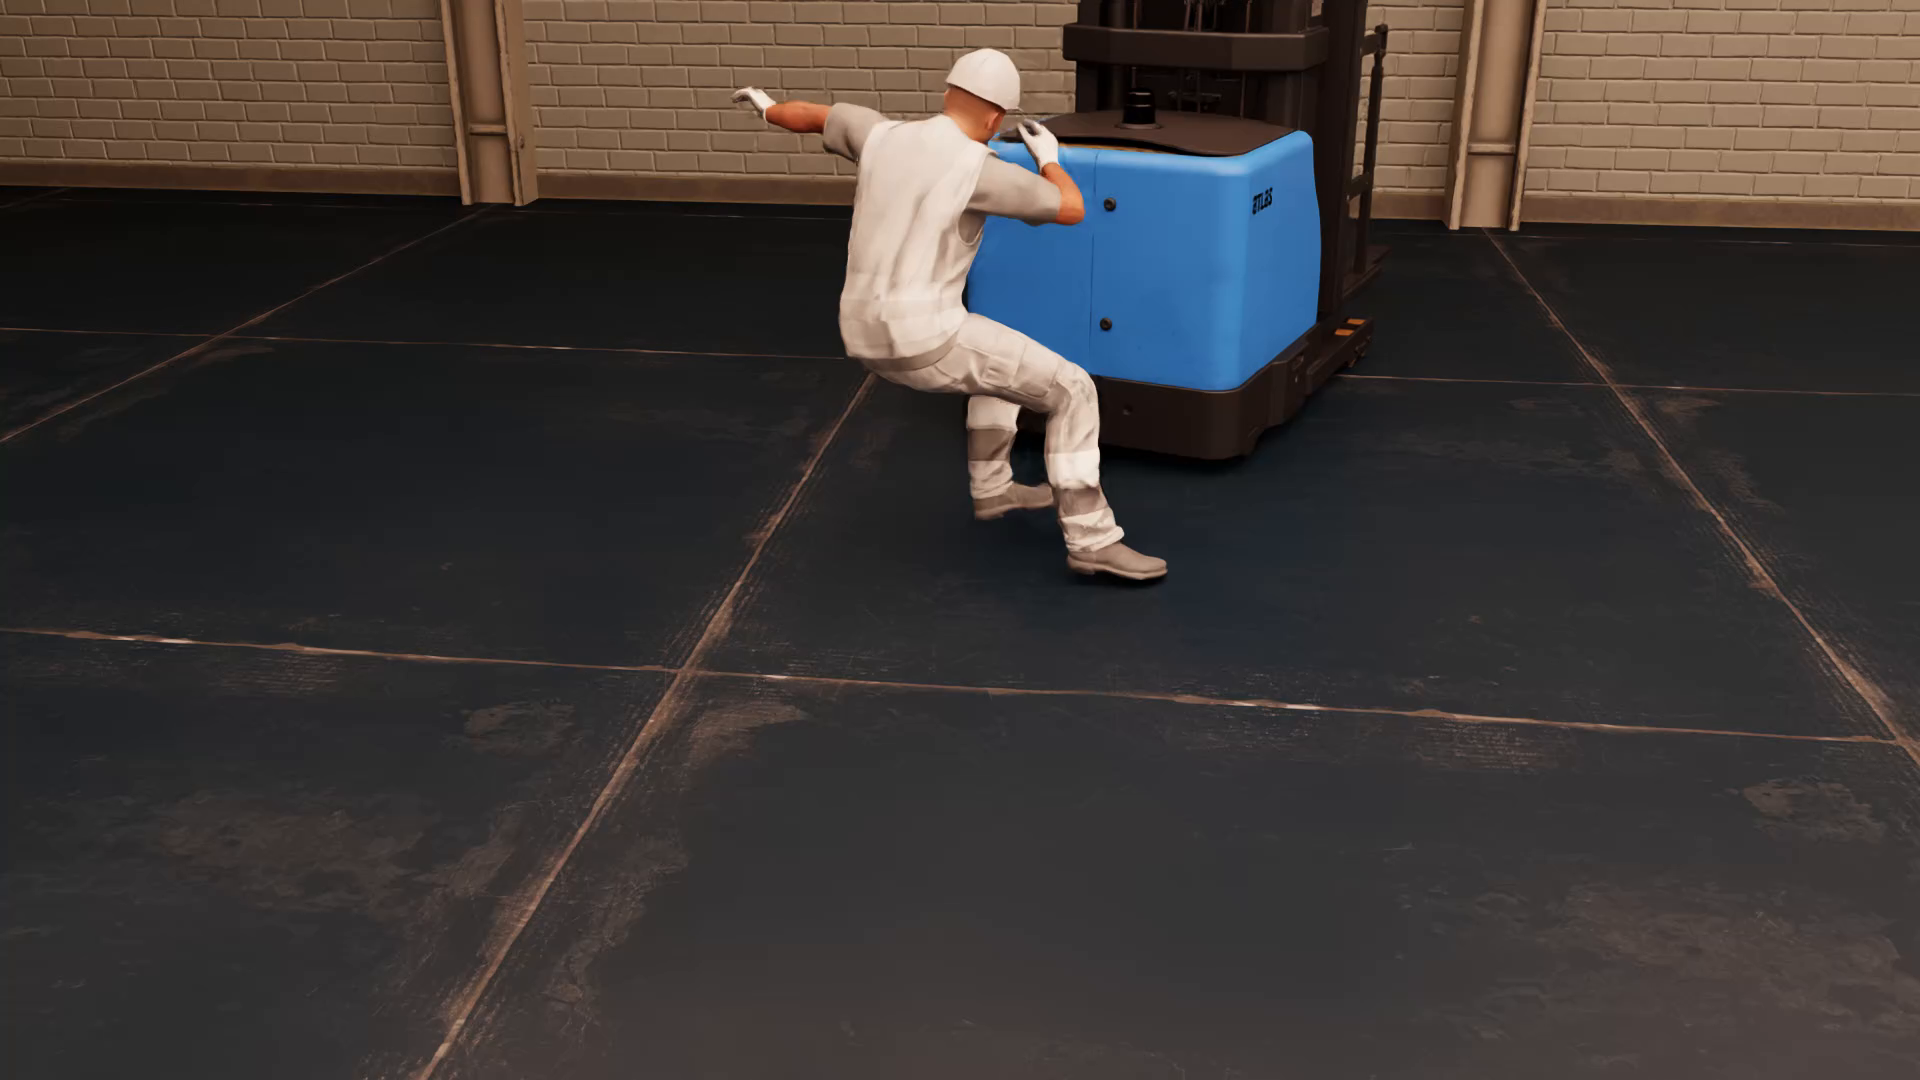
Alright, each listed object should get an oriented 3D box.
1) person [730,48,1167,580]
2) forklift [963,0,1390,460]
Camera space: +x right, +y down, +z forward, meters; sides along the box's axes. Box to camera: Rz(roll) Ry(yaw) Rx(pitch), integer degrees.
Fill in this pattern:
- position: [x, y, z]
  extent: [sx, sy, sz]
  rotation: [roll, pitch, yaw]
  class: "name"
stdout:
- position: [-0.076, -0.716, 4.963]
  extent: [0.741, 1.464, 1.499]
  rotation: [-19, 29, -39]
  class: "person"
- position: [1.123, -2.145, 6.580]
  extent: [1.130, 2.935, 3.031]
  rotation: [11, 24, 25]
  class: "forklift"
